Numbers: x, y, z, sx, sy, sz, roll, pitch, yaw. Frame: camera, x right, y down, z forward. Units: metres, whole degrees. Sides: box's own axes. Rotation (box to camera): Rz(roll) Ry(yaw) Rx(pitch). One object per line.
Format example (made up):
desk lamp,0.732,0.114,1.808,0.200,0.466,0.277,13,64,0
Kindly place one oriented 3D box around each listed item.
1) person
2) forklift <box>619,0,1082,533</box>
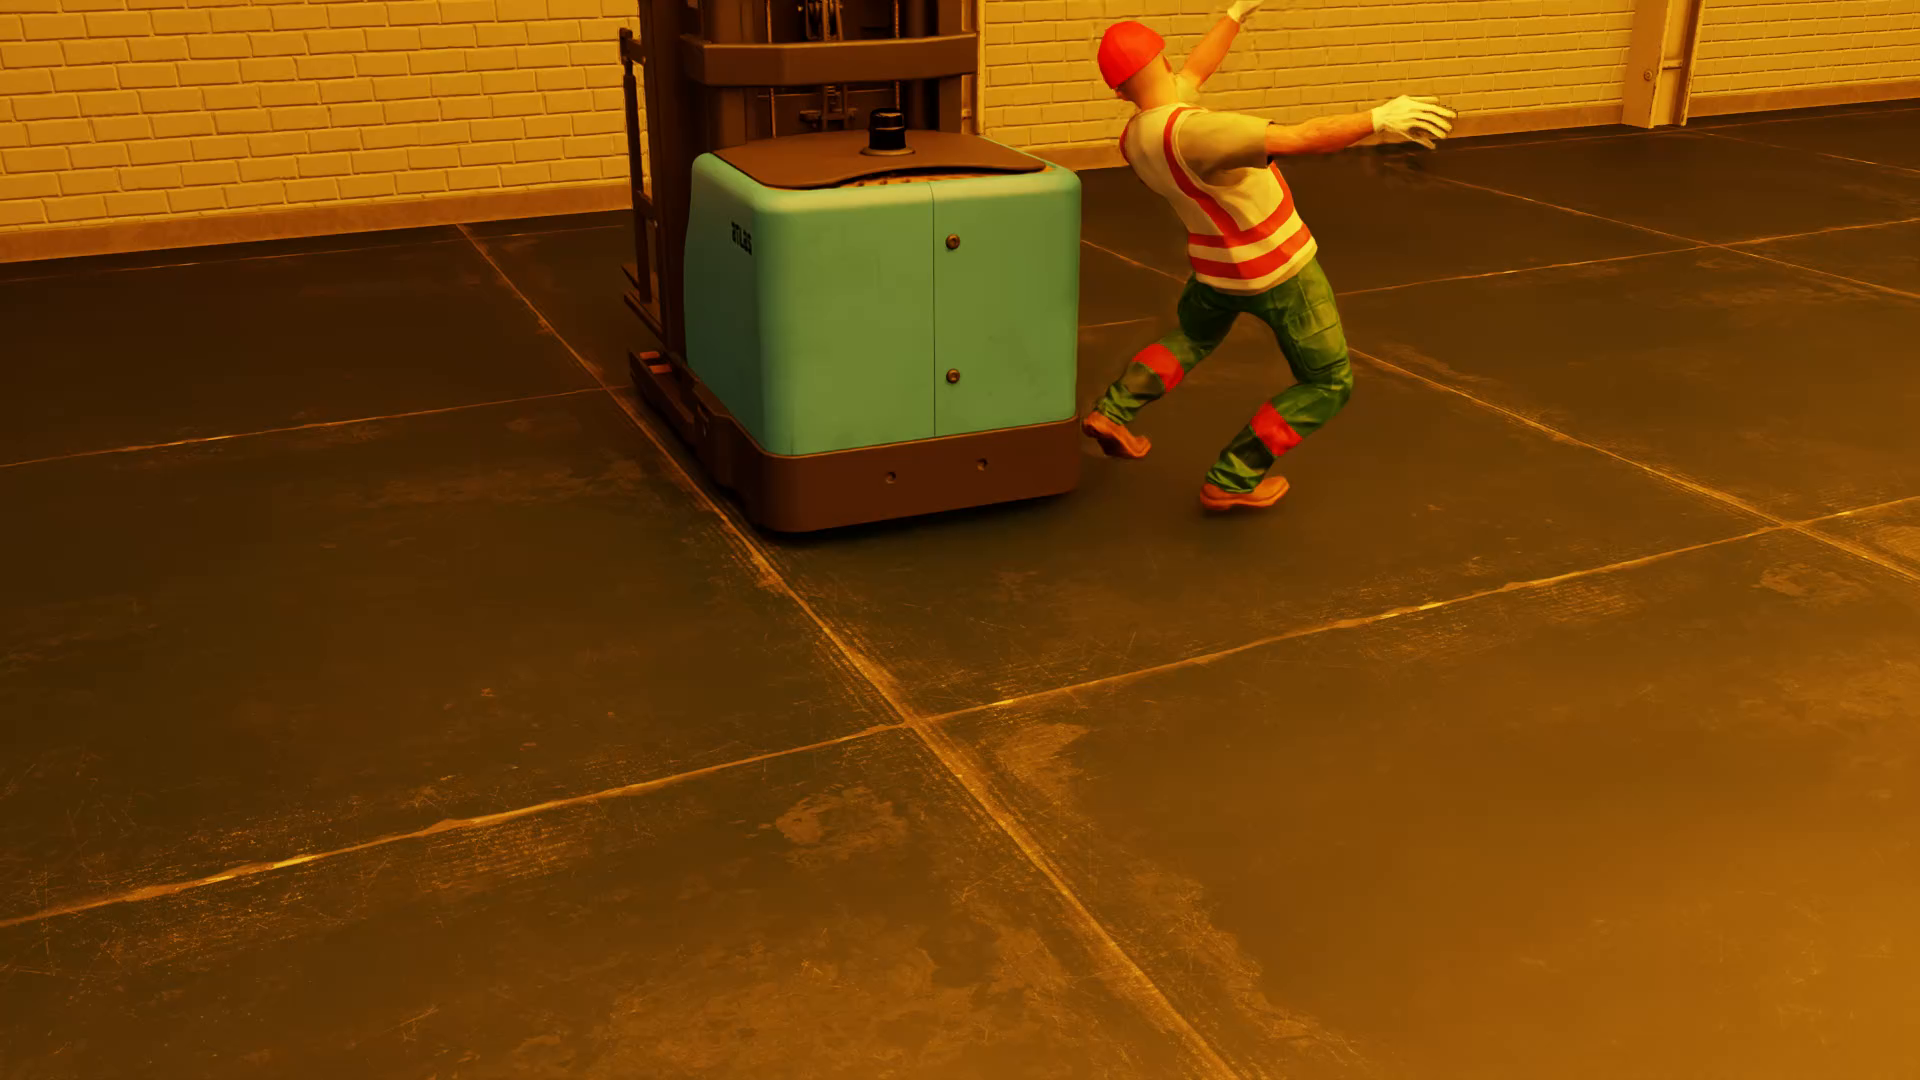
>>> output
person,0.874,-0.841,4.959,0.694,1.602,1.079,-14,27,-31
forklift,-0.643,-1.910,5.883,1.130,2.935,3.031,-9,24,-20
